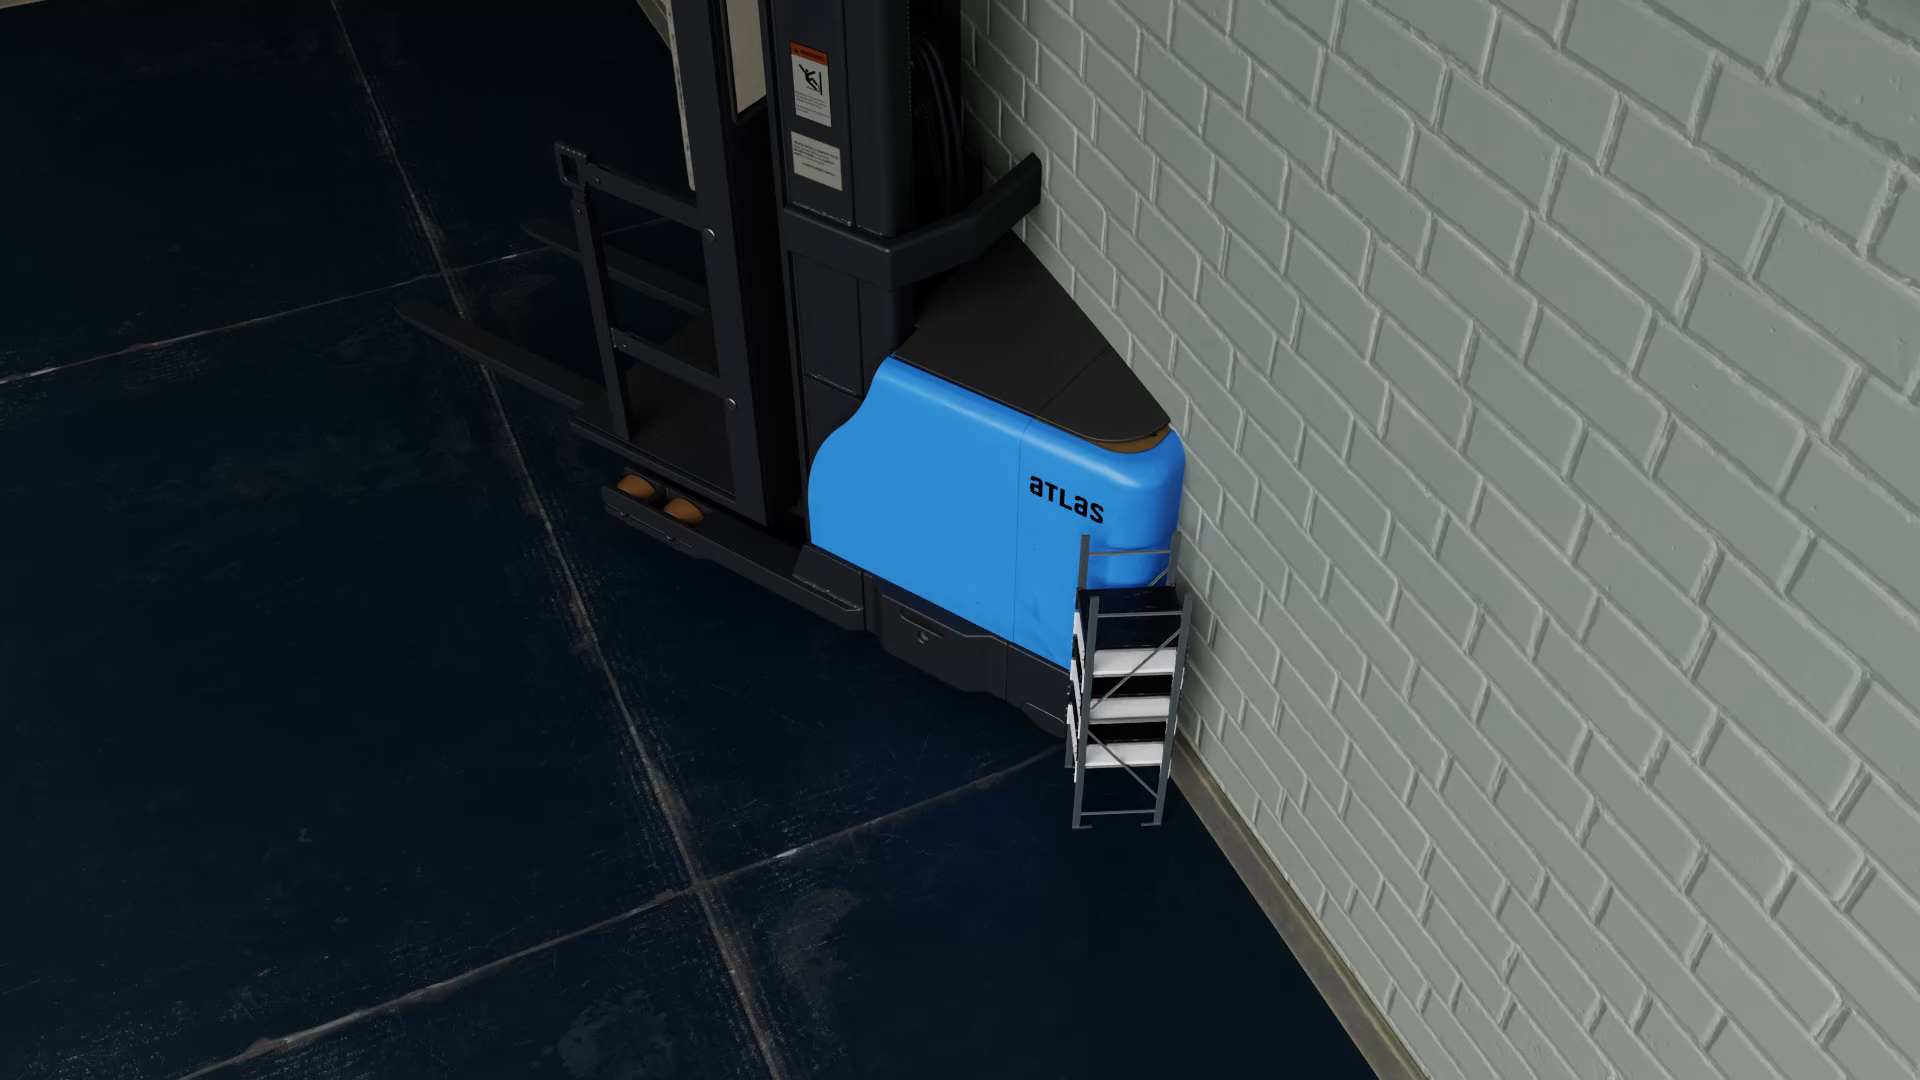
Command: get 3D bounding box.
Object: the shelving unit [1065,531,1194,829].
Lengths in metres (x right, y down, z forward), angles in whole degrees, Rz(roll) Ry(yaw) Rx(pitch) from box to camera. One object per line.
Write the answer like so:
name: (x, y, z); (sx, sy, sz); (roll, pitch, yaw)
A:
shelving unit: (0.416, 0.377, 4.227); (0.258, 0.900, 0.210); (-2, 45, -2)

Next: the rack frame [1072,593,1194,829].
rack frame: (0.421, 0.449, 4.155); (0.240, 0.900, 0.006); (-2, 45, -2)

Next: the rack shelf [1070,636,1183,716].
rack shelf: (0.416, 0.337, 4.187); (0.258, 0.077, 0.200); (-2, 45, -2)

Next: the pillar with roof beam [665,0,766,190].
pillar with roof beam: (-4.777, -3.288, 2.175); (9.100, 9.000, 0.400); (-18, 47, -17)

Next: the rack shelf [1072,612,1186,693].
rack shelf: (0.416, 0.273, 4.124); (0.258, 0.077, 0.200); (-2, 45, -2)

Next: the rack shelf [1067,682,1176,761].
rack shelf: (0.416, 0.465, 4.314); (0.258, 0.077, 0.200); (-2, 45, -2)

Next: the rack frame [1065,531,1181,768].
rack frame: (0.411, 0.306, 4.299); (0.240, 0.900, 0.006); (-2, 45, -2)

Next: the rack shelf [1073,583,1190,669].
rack shelf: (0.416, 0.209, 4.061); (0.258, 0.077, 0.200); (-2, 45, -2)

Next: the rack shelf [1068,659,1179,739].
rack shelf: (0.416, 0.401, 4.250); (0.258, 0.077, 0.200); (-2, 45, -2)

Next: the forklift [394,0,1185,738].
forklift: (-0.519, -1.289, 4.470); (3.031, 2.935, 1.130); (25, 50, 23)

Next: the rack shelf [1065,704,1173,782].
rack shelf: (0.416, 0.529, 4.377); (0.258, 0.077, 0.200); (-2, 45, -2)
